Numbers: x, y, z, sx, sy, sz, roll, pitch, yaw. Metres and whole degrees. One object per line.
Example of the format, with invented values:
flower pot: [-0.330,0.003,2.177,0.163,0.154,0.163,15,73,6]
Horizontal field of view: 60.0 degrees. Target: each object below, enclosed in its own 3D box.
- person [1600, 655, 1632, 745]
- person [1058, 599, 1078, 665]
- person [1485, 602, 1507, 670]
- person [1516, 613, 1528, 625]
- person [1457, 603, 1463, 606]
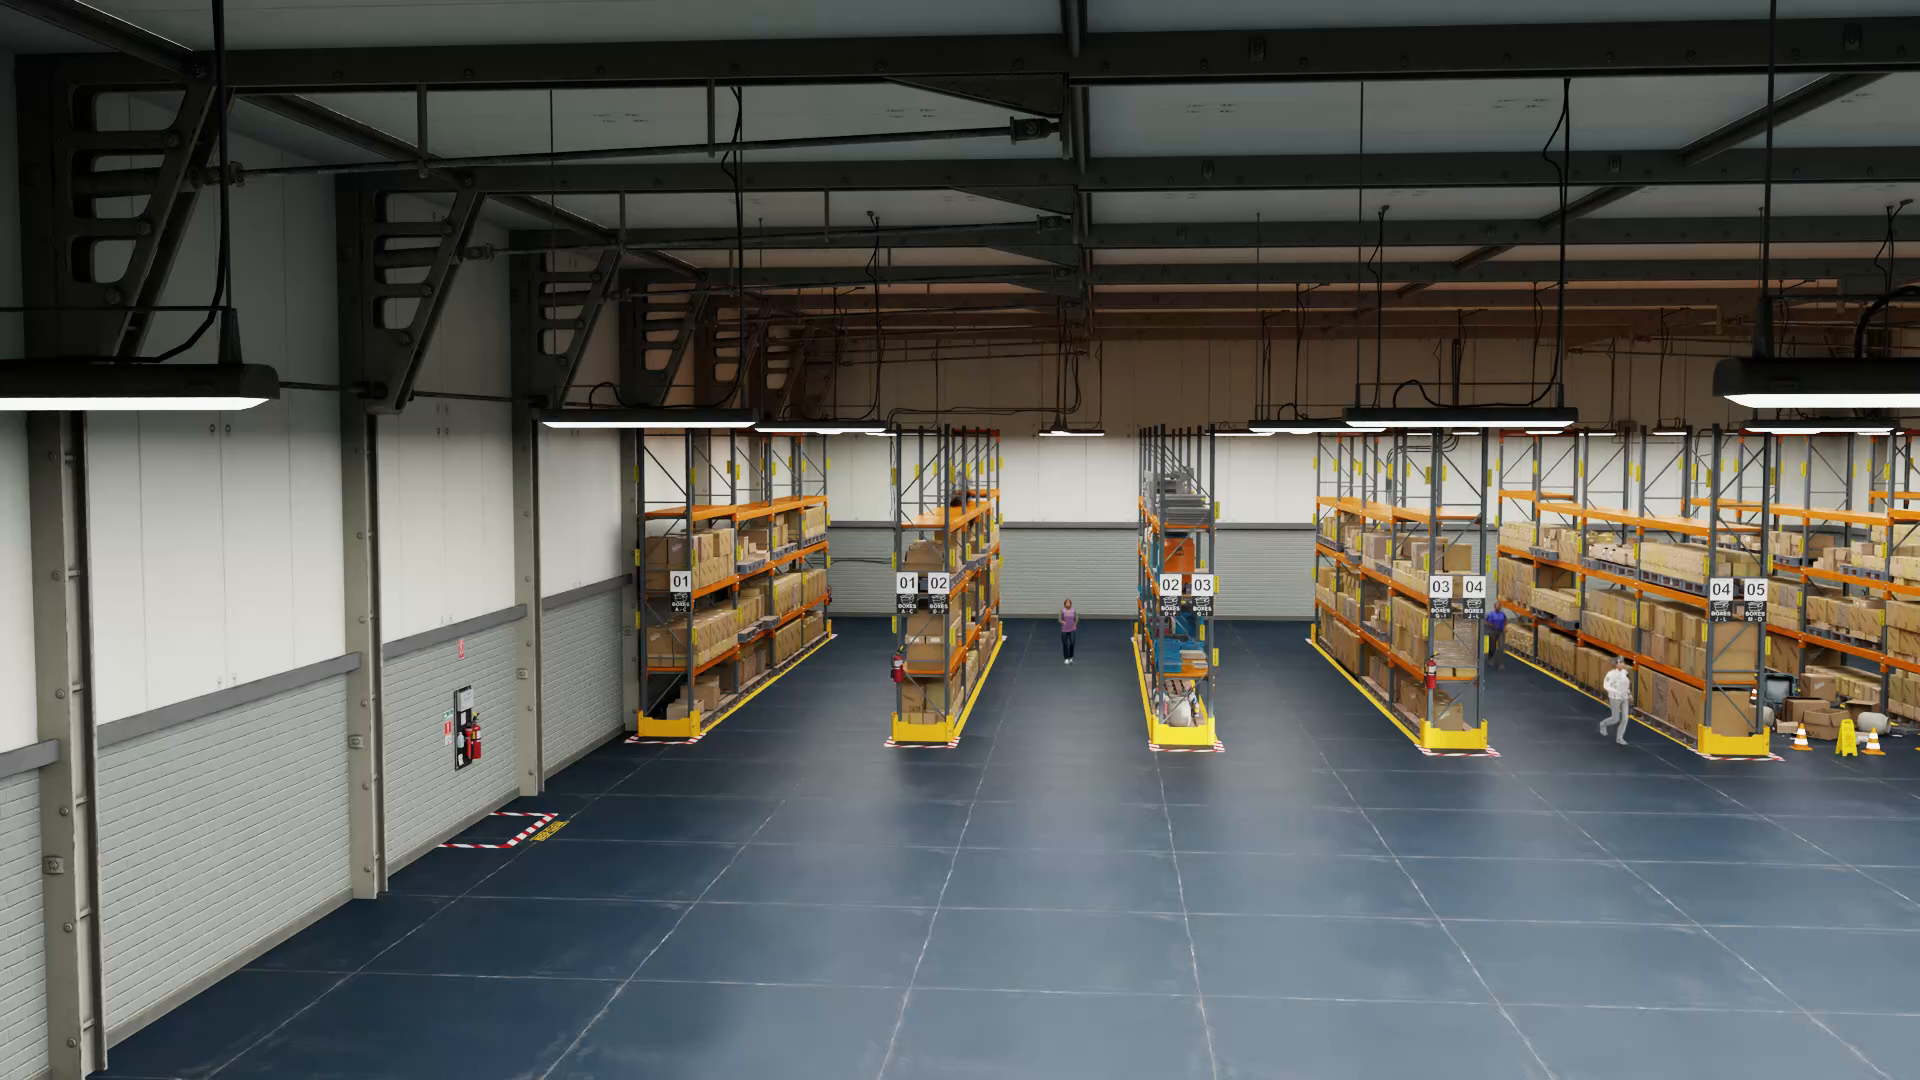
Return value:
person: [12.368,2.984,31.301,0.619,1.663,0.684,-1,4,-18]
person: [2.612,2.218,39.995,0.508,1.613,0.619,0,3,-2]
person: [13.359,2.361,41.359,0.586,1.633,0.891,0,3,2]
person: [15.990,1.981,47.150,0.864,1.624,0.629,3,4,36]
person: [13.887,2.071,46.550,0.902,1.602,0.667,-3,5,-41]
